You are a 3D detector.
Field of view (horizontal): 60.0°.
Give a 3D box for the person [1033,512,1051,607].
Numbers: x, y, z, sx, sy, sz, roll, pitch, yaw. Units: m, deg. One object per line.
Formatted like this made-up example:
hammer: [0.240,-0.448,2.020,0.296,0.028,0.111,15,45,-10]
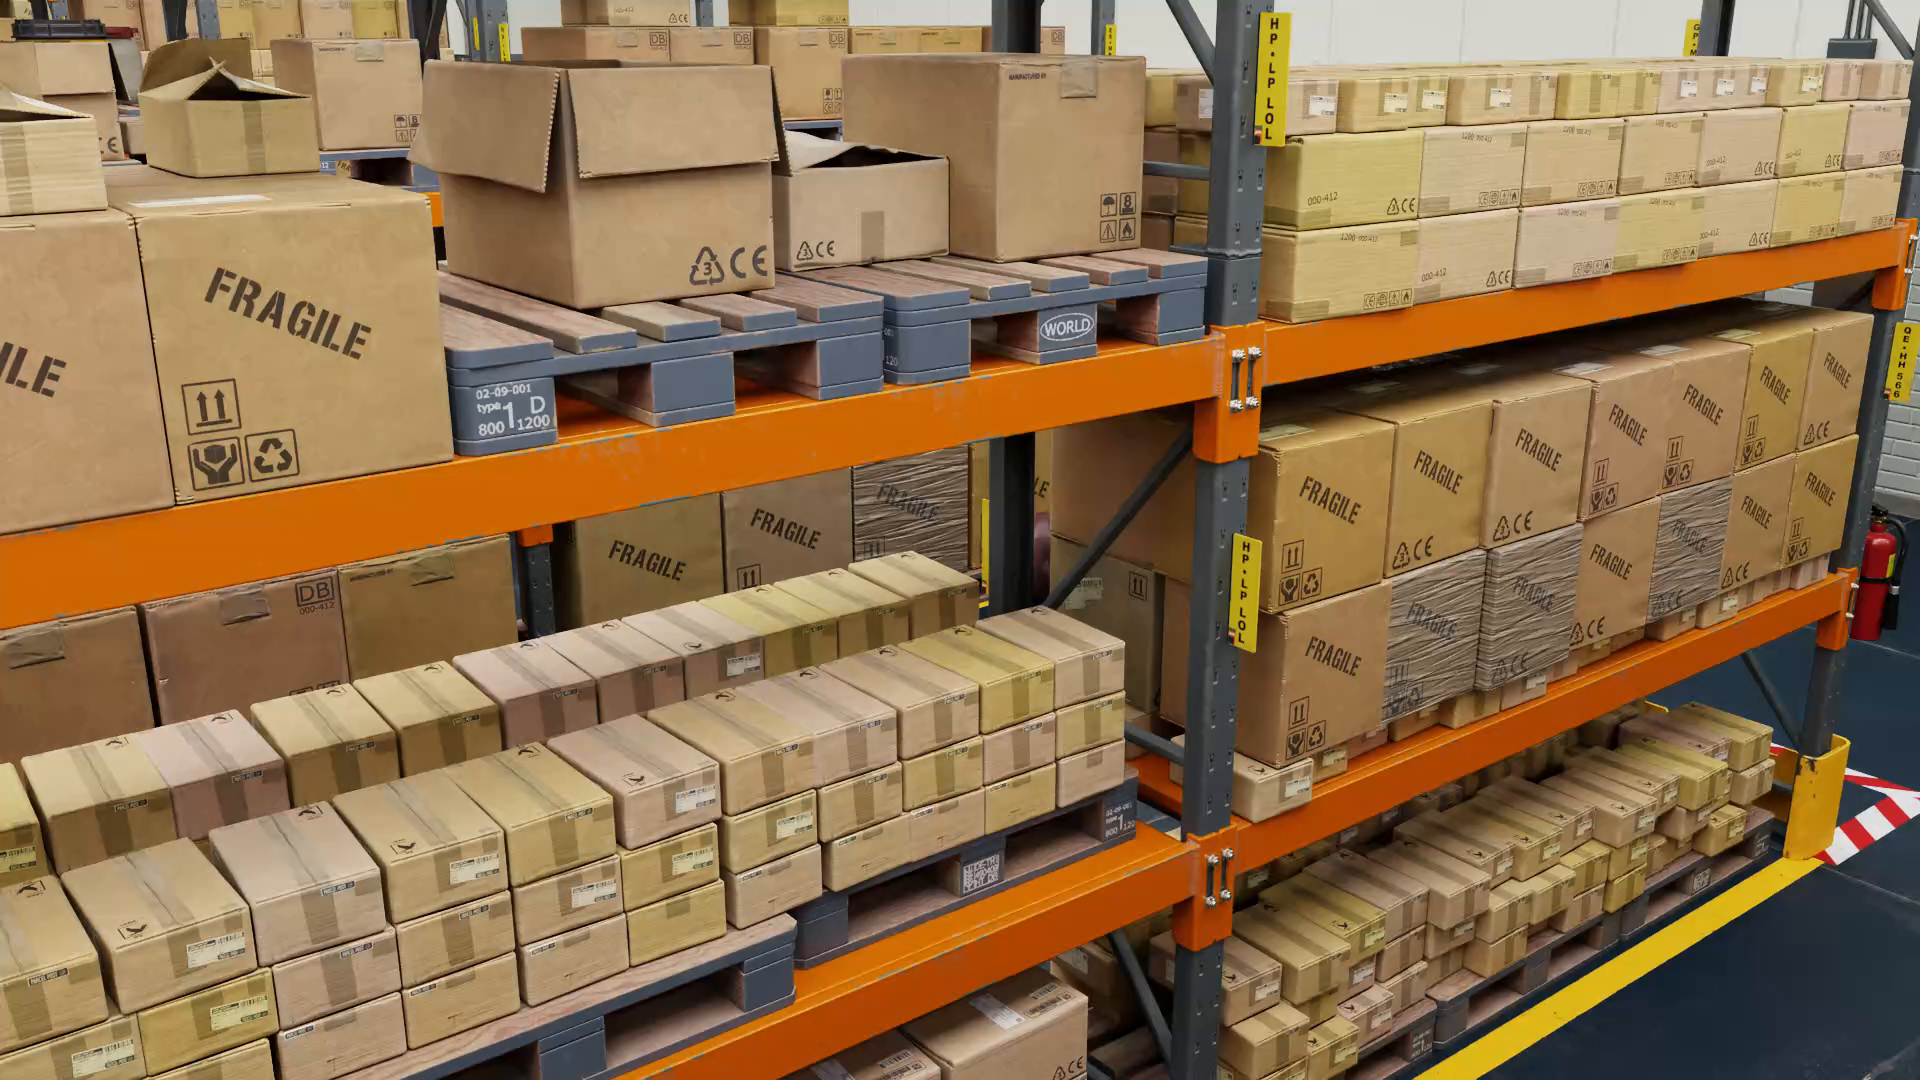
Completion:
person: [0.569,0.249,9.786,0.961,0.908,0.594,-14,22,-38]
